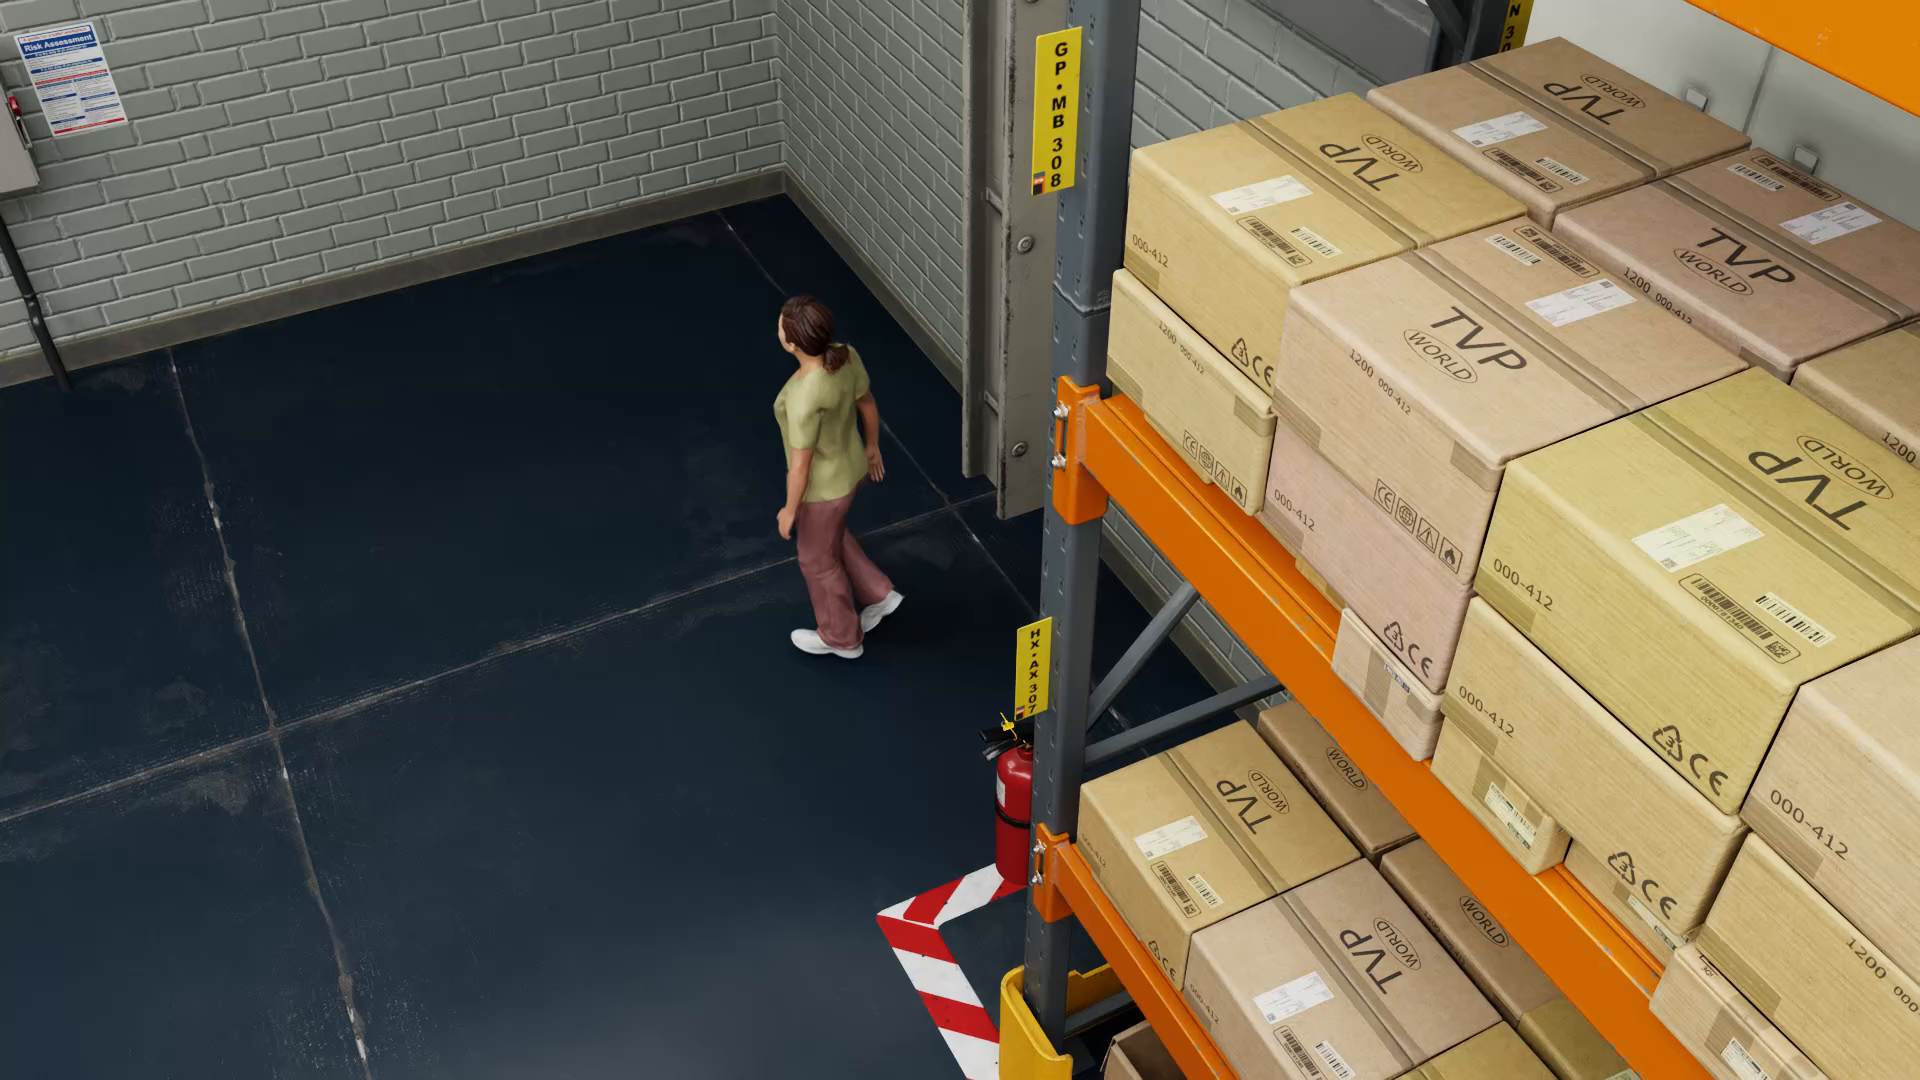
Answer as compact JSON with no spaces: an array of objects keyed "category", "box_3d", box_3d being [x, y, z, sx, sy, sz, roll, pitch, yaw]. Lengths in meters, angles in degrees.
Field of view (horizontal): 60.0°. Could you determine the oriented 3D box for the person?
[{"category":"person","box_3d":[-0.504,-0.222,6.380,0.438,1.659,0.500,15,44,17]}]
